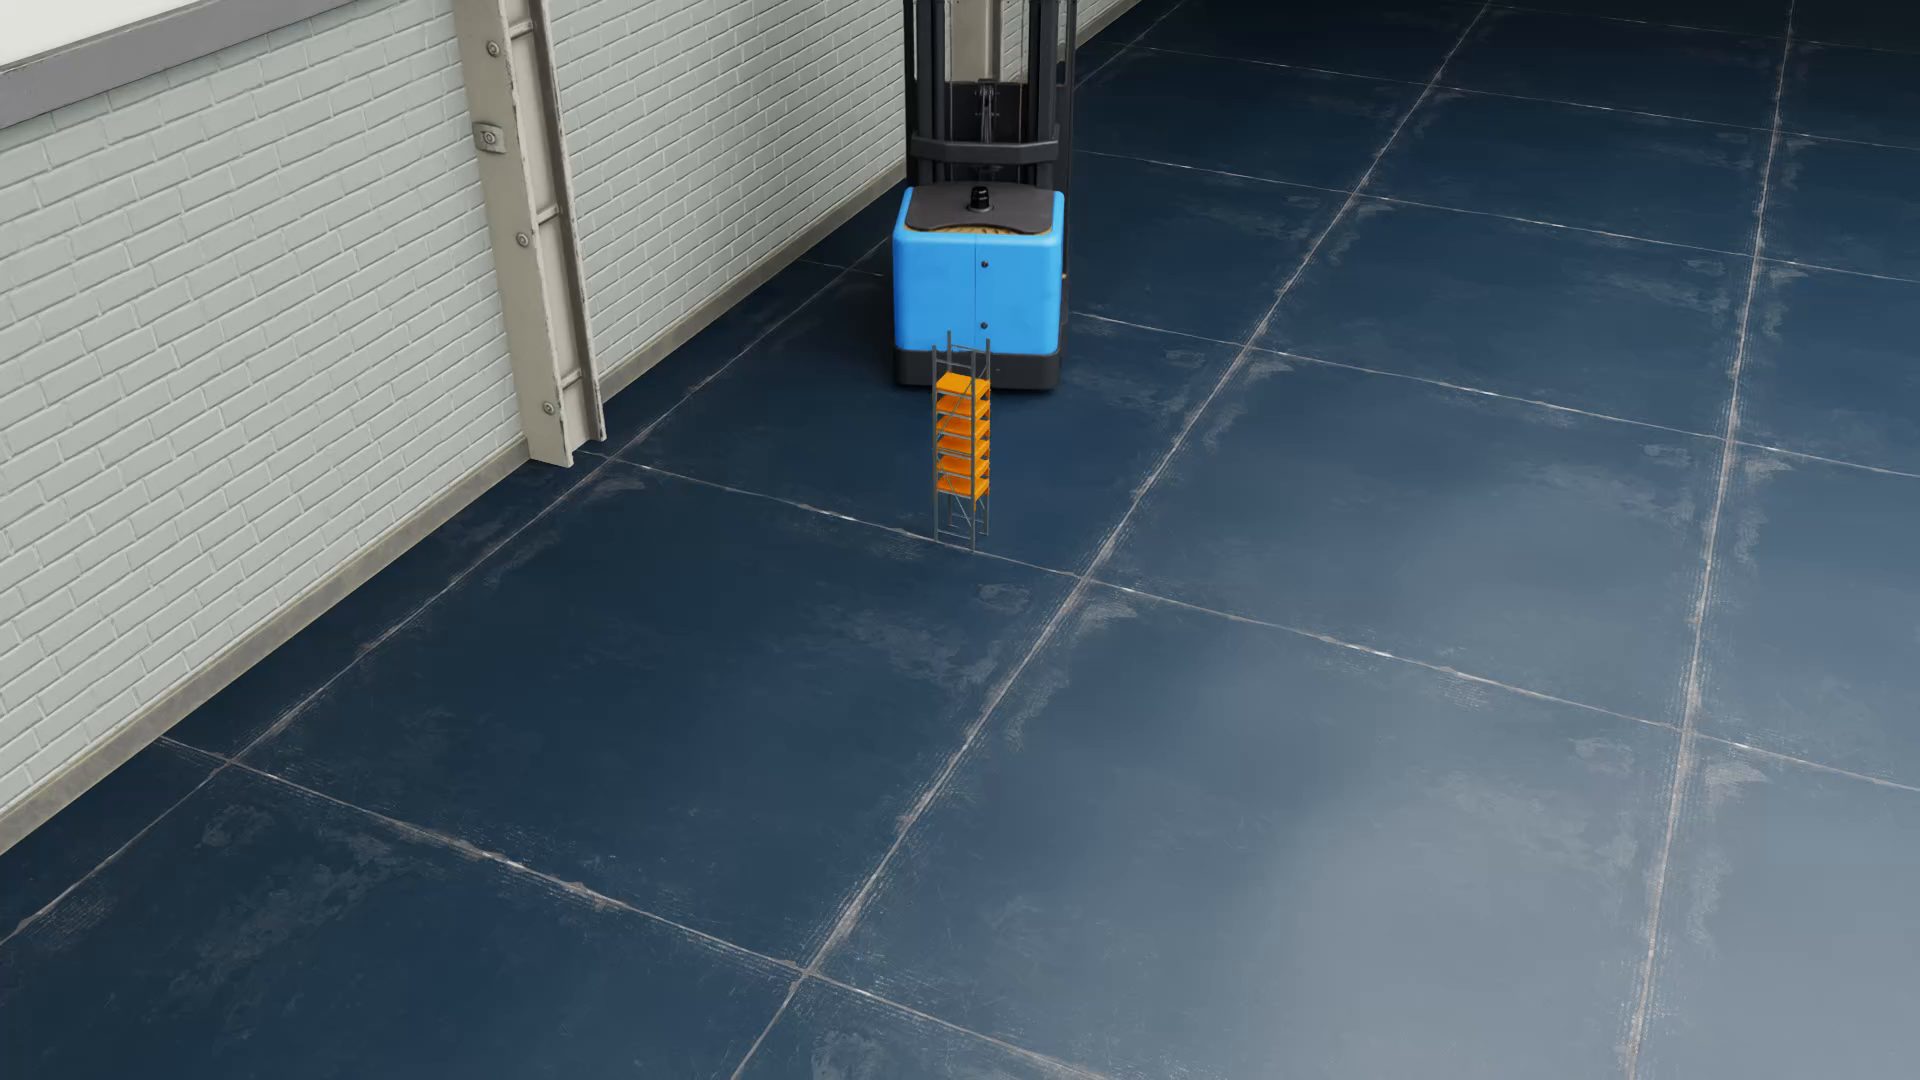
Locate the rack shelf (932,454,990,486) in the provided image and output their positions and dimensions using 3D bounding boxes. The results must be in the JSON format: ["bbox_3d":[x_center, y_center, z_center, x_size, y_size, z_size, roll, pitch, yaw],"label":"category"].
[{"bbox_3d":[0.006,-0.371,8.891,0.258,0.103,0.180,14,36,20],"label":"rack shelf"}]

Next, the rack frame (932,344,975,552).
[{"bbox_3d":[-0.032,-0.463,8.731,0.240,1.200,0.006,14,36,20],"label":"rack frame"}]

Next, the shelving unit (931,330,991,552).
[{"bbox_3d":[0.006,-0.509,8.800,0.258,1.200,0.189,14,36,20],"label":"shelving unit"}]

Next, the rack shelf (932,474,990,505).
[{"bbox_3d":[0.006,-0.271,8.956,0.258,0.103,0.180,14,36,20],"label":"rack shelf"}]

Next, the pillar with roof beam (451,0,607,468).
[{"bbox_3d":[1.553,-3.333,5.995,9.100,9.000,0.400,14,36,20],"label":"pillar with roof beam"}]

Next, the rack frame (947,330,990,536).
[{"bbox_3d":[0.044,-0.555,8.870,0.240,1.200,0.006,14,36,20],"label":"rack frame"}]

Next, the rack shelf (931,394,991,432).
[{"bbox_3d":[0.006,-0.673,8.693,0.258,0.103,0.180,14,36,20],"label":"rack shelf"}]

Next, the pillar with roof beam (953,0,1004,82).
[{"bbox_3d":[4.064,-6.321,10.552,9.100,9.000,0.400,14,36,20],"label":"pillar with roof beam"}]

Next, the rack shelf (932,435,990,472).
[{"bbox_3d":[0.006,-0.472,8.825,0.258,0.103,0.180,14,36,20],"label":"rack shelf"}]

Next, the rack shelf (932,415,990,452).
[{"bbox_3d":[0.006,-0.572,8.759,0.258,0.103,0.180,14,36,20],"label":"rack shelf"}]

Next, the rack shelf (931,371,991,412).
[{"bbox_3d":[0.006,-0.773,8.627,0.258,0.103,0.180,14,36,20],"label":"rack shelf"}]

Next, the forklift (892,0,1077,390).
[{"bbox_3d":[0.209,-2.952,10.948,1.130,2.935,3.031,2,33,4],"label":"forklift"}]
